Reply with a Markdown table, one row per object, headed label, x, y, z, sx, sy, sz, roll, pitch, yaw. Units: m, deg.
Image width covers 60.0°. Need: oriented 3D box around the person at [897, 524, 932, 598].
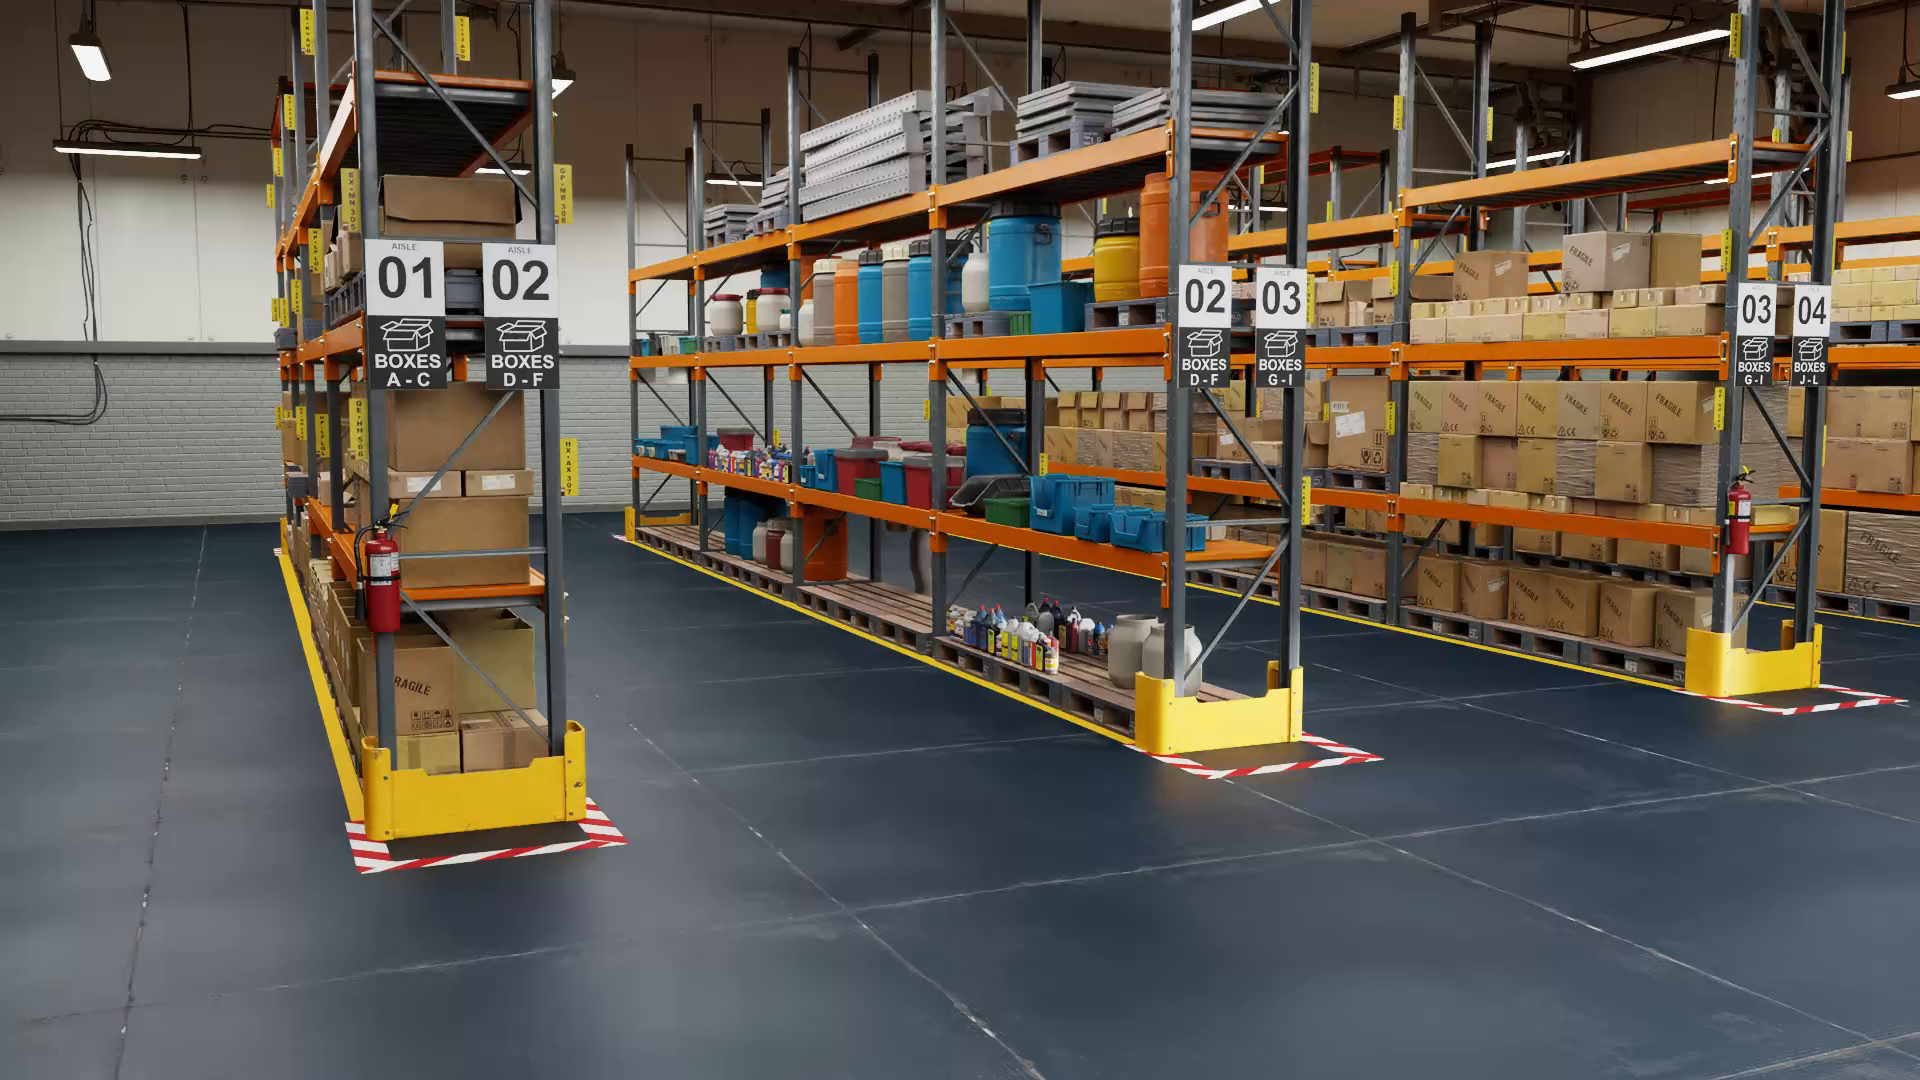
| label | x | y | z | sx | sy | sz | roll | pitch | yaw |
| --- | --- | --- | --- | --- | --- | --- | --- | --- | --- |
| person | -0.458 | -0.085 | 17.731 | 0.532 | 1.690 | 0.450 | -2 | 6 | -19 |
